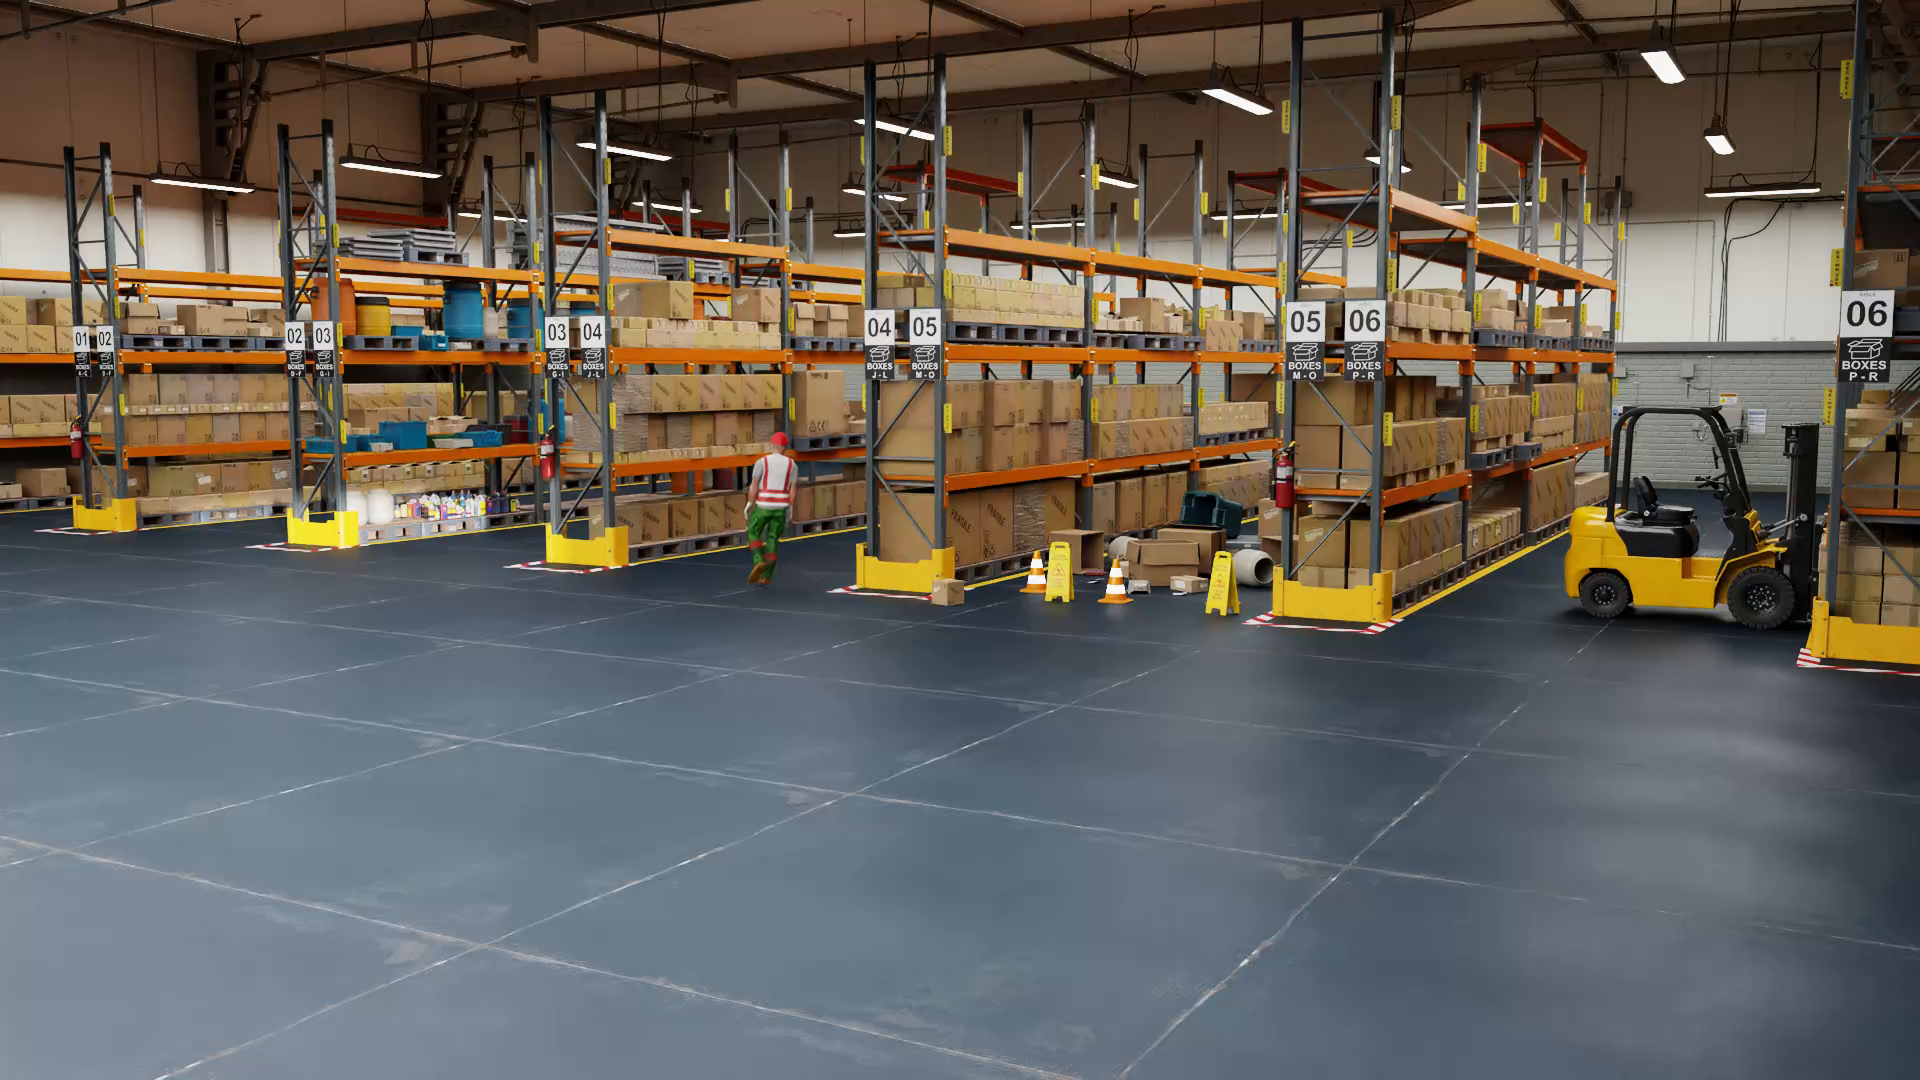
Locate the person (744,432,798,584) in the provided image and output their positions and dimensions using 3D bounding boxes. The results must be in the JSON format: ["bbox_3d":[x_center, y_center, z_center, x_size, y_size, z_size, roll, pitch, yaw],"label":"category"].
[{"bbox_3d":[-2.214,-0.377,19.418,0.633,1.767,0.482,-2,6,-20],"label":"person"}]
